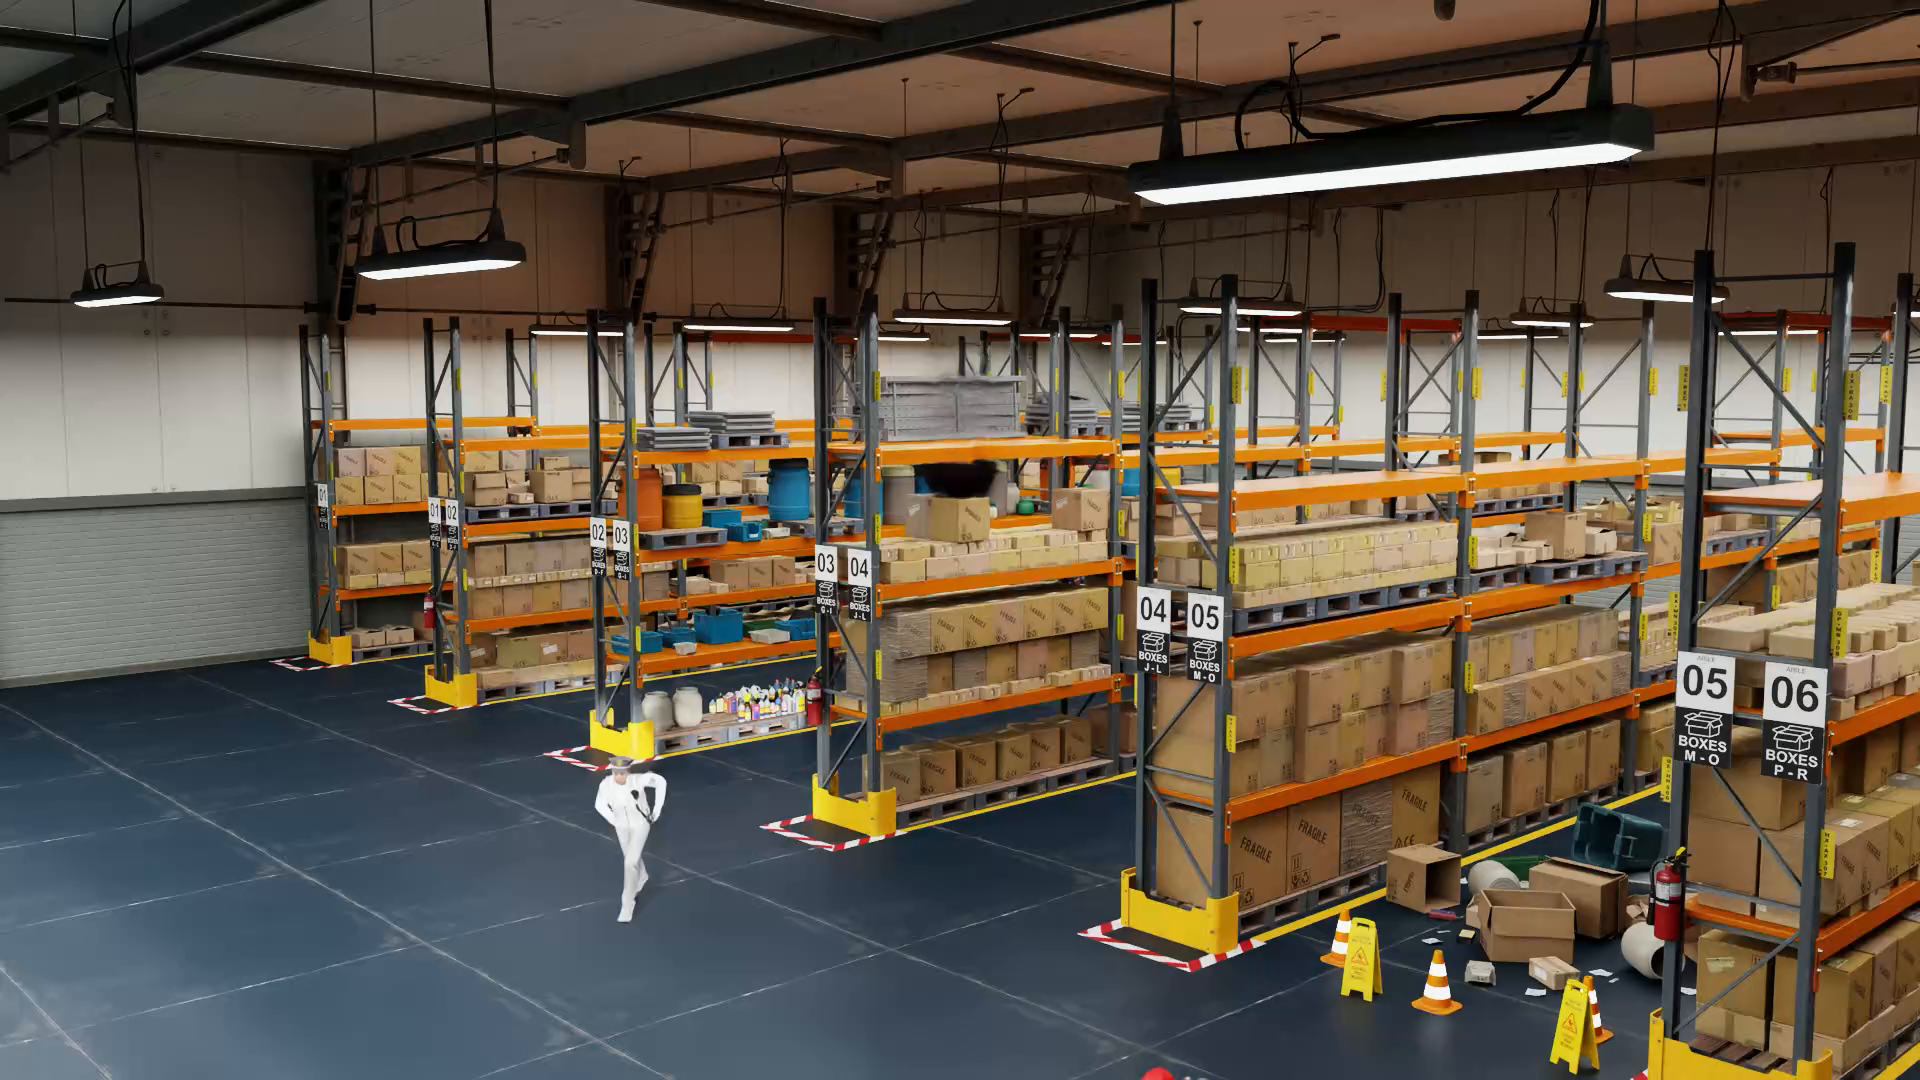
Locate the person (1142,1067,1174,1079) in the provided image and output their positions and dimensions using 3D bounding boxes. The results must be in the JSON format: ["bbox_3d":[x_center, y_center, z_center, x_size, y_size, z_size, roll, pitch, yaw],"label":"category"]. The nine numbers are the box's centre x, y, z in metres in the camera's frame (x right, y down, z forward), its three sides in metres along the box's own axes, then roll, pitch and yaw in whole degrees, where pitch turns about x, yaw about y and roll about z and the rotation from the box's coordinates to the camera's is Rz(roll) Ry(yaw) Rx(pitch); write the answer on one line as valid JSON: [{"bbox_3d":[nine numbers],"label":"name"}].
[{"bbox_3d":[1.028,3.464,8.659,0.640,1.723,0.919,0,6,5],"label":"person"}]

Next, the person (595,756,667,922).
[{"bbox_3d":[-3.134,2.796,16.001,0.657,1.622,0.957,0,6,3],"label":"person"}]

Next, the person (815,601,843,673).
[{"bbox_3d":[-2.184,1.544,27.827,0.588,1.628,0.758,5,7,39],"label":"person"}]
